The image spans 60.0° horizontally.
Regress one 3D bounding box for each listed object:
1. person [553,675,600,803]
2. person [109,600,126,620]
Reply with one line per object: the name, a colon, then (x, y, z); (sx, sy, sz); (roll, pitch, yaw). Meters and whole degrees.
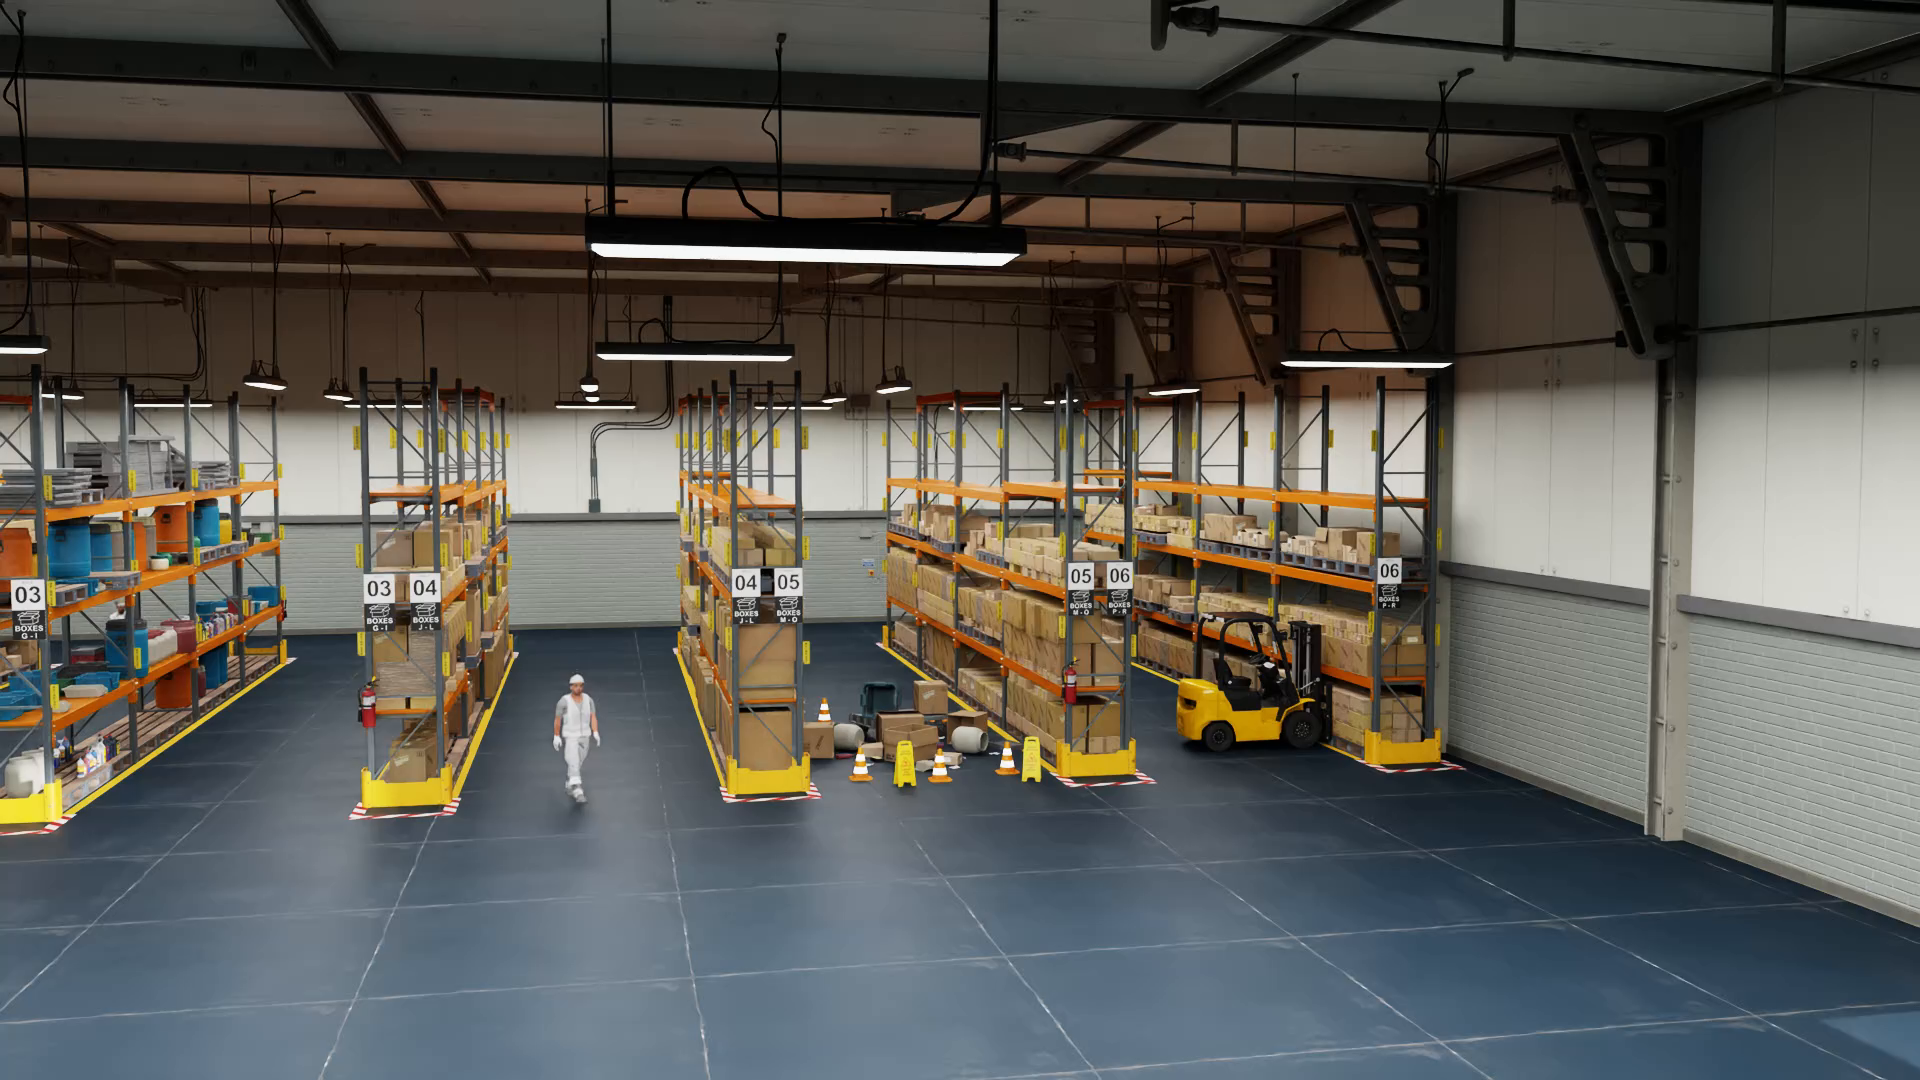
person: (-5.270, 2.731, 23.035); (0.559, 1.731, 1.040); (-3, 5, -42)
person: (-17.742, 2.074, 35.212); (0.548, 1.625, 1.021); (-1, 4, -15)
